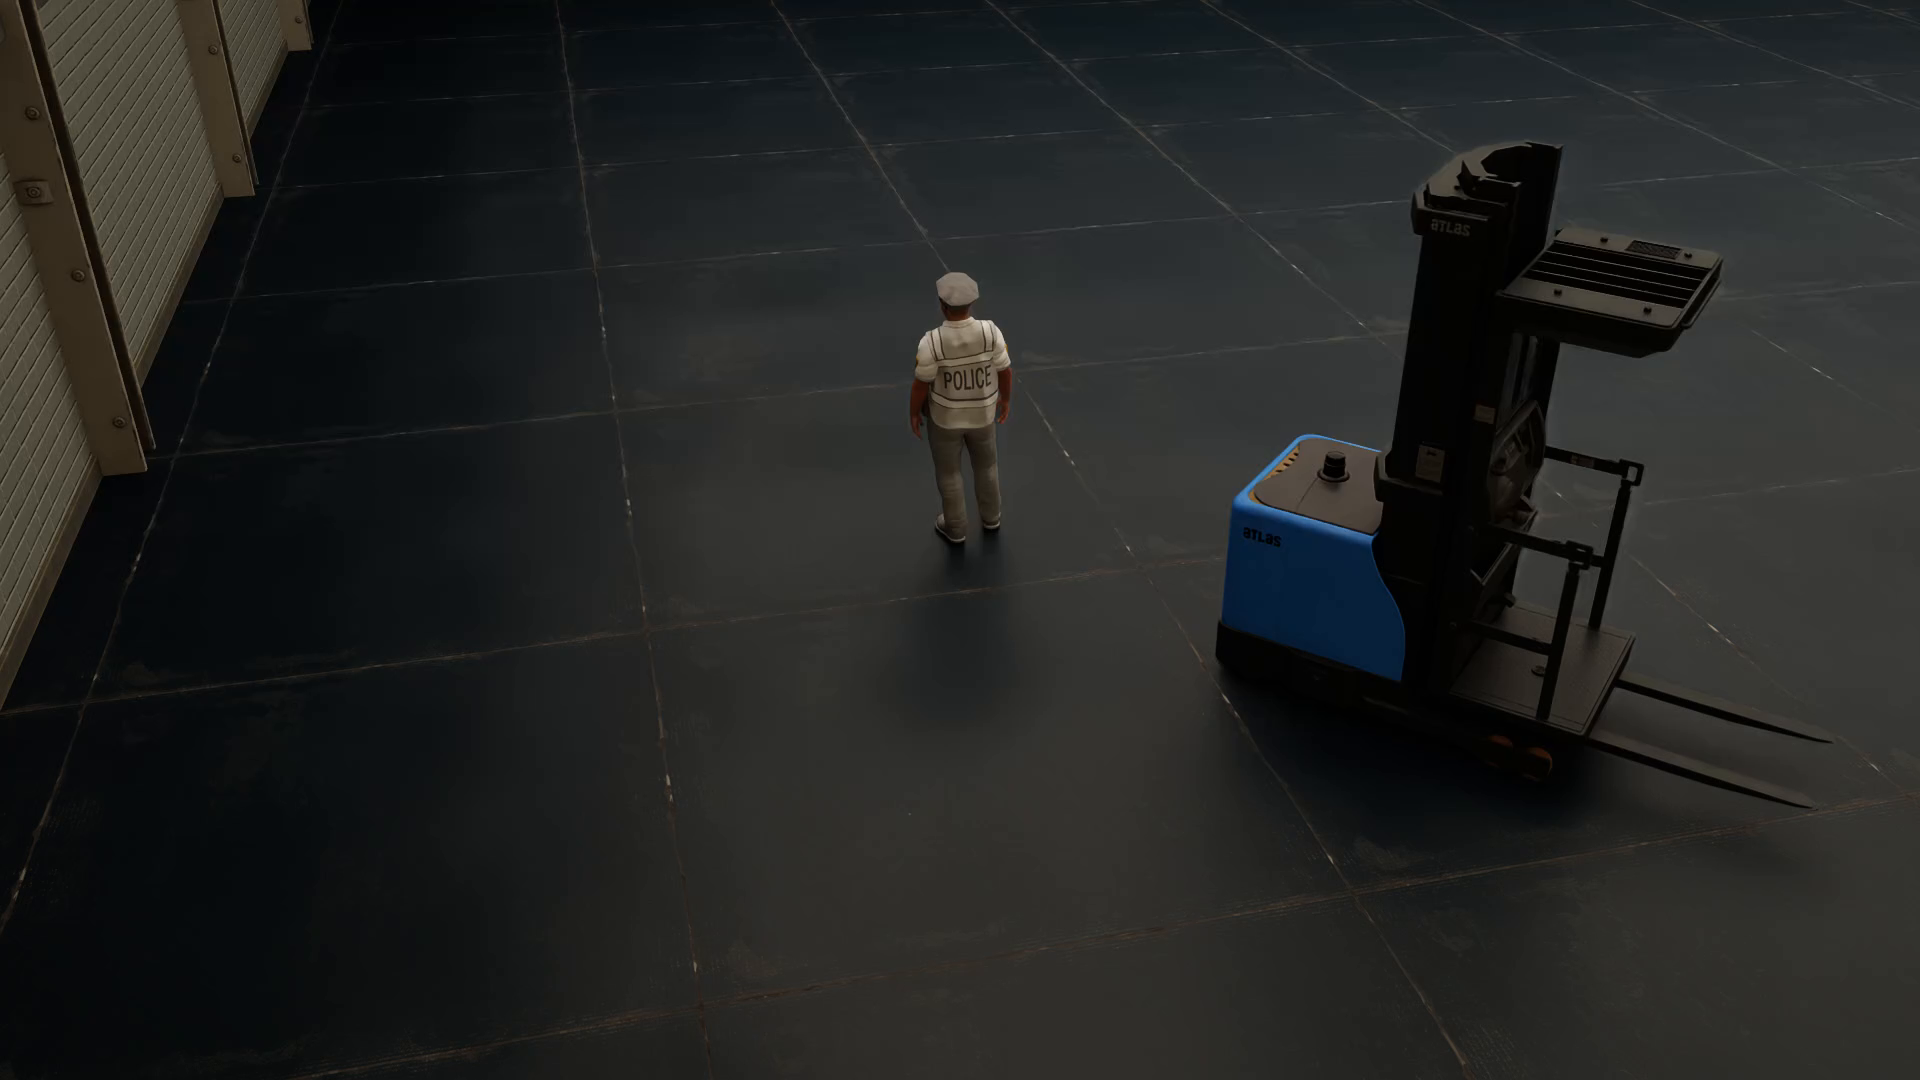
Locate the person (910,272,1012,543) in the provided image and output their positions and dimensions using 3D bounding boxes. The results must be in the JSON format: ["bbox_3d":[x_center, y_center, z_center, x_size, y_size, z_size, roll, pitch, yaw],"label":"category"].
[{"bbox_3d":[-0.007,-0.818,10.117,0.641,1.781,0.574,-7,31,-12],"label":"person"}]

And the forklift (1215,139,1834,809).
[{"bbox_3d":[2.937,-0.357,8.192,3.031,2.935,1.130,18,35,28],"label":"forklift"}]
